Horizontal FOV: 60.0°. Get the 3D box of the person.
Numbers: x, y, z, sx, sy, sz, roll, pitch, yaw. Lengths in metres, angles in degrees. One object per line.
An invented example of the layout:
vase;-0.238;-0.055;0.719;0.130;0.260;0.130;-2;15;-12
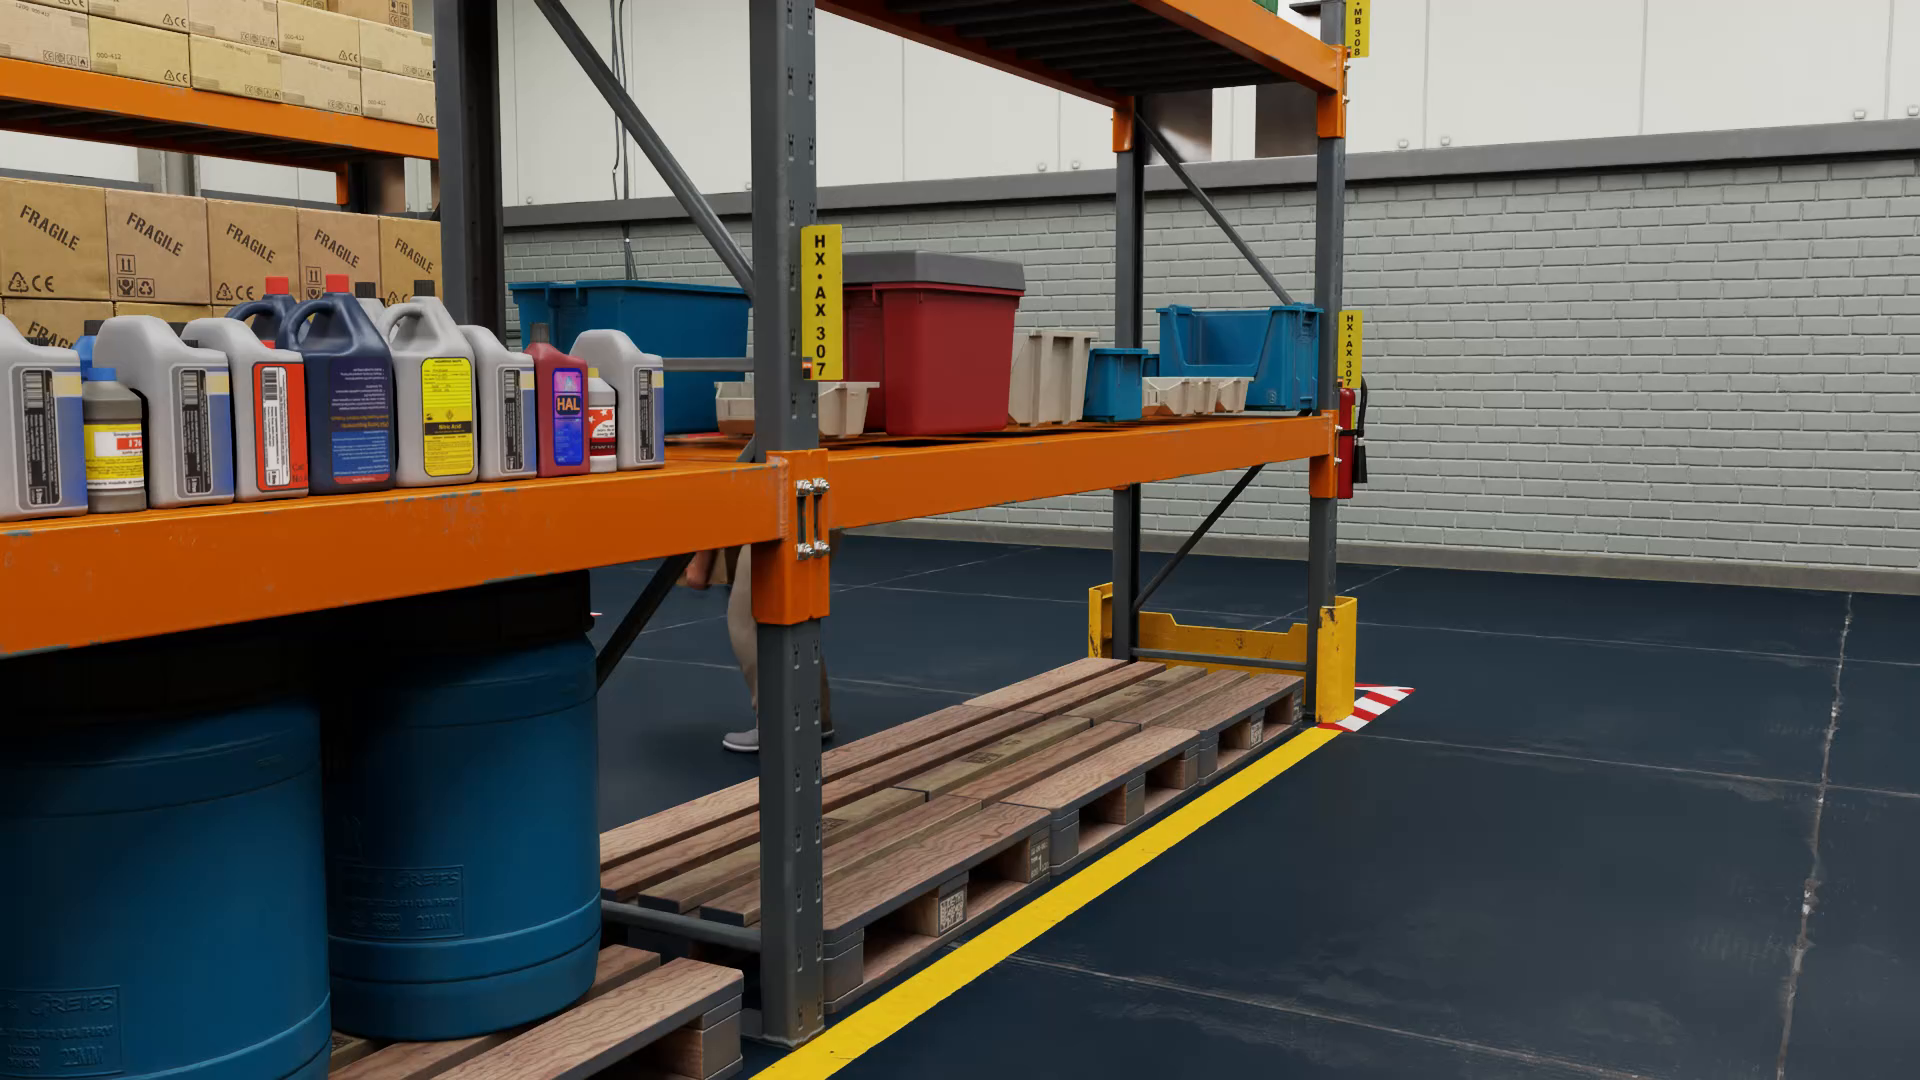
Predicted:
person;-0.841;0.039;6.658;0.718;1.567;0.478;3;7;27
